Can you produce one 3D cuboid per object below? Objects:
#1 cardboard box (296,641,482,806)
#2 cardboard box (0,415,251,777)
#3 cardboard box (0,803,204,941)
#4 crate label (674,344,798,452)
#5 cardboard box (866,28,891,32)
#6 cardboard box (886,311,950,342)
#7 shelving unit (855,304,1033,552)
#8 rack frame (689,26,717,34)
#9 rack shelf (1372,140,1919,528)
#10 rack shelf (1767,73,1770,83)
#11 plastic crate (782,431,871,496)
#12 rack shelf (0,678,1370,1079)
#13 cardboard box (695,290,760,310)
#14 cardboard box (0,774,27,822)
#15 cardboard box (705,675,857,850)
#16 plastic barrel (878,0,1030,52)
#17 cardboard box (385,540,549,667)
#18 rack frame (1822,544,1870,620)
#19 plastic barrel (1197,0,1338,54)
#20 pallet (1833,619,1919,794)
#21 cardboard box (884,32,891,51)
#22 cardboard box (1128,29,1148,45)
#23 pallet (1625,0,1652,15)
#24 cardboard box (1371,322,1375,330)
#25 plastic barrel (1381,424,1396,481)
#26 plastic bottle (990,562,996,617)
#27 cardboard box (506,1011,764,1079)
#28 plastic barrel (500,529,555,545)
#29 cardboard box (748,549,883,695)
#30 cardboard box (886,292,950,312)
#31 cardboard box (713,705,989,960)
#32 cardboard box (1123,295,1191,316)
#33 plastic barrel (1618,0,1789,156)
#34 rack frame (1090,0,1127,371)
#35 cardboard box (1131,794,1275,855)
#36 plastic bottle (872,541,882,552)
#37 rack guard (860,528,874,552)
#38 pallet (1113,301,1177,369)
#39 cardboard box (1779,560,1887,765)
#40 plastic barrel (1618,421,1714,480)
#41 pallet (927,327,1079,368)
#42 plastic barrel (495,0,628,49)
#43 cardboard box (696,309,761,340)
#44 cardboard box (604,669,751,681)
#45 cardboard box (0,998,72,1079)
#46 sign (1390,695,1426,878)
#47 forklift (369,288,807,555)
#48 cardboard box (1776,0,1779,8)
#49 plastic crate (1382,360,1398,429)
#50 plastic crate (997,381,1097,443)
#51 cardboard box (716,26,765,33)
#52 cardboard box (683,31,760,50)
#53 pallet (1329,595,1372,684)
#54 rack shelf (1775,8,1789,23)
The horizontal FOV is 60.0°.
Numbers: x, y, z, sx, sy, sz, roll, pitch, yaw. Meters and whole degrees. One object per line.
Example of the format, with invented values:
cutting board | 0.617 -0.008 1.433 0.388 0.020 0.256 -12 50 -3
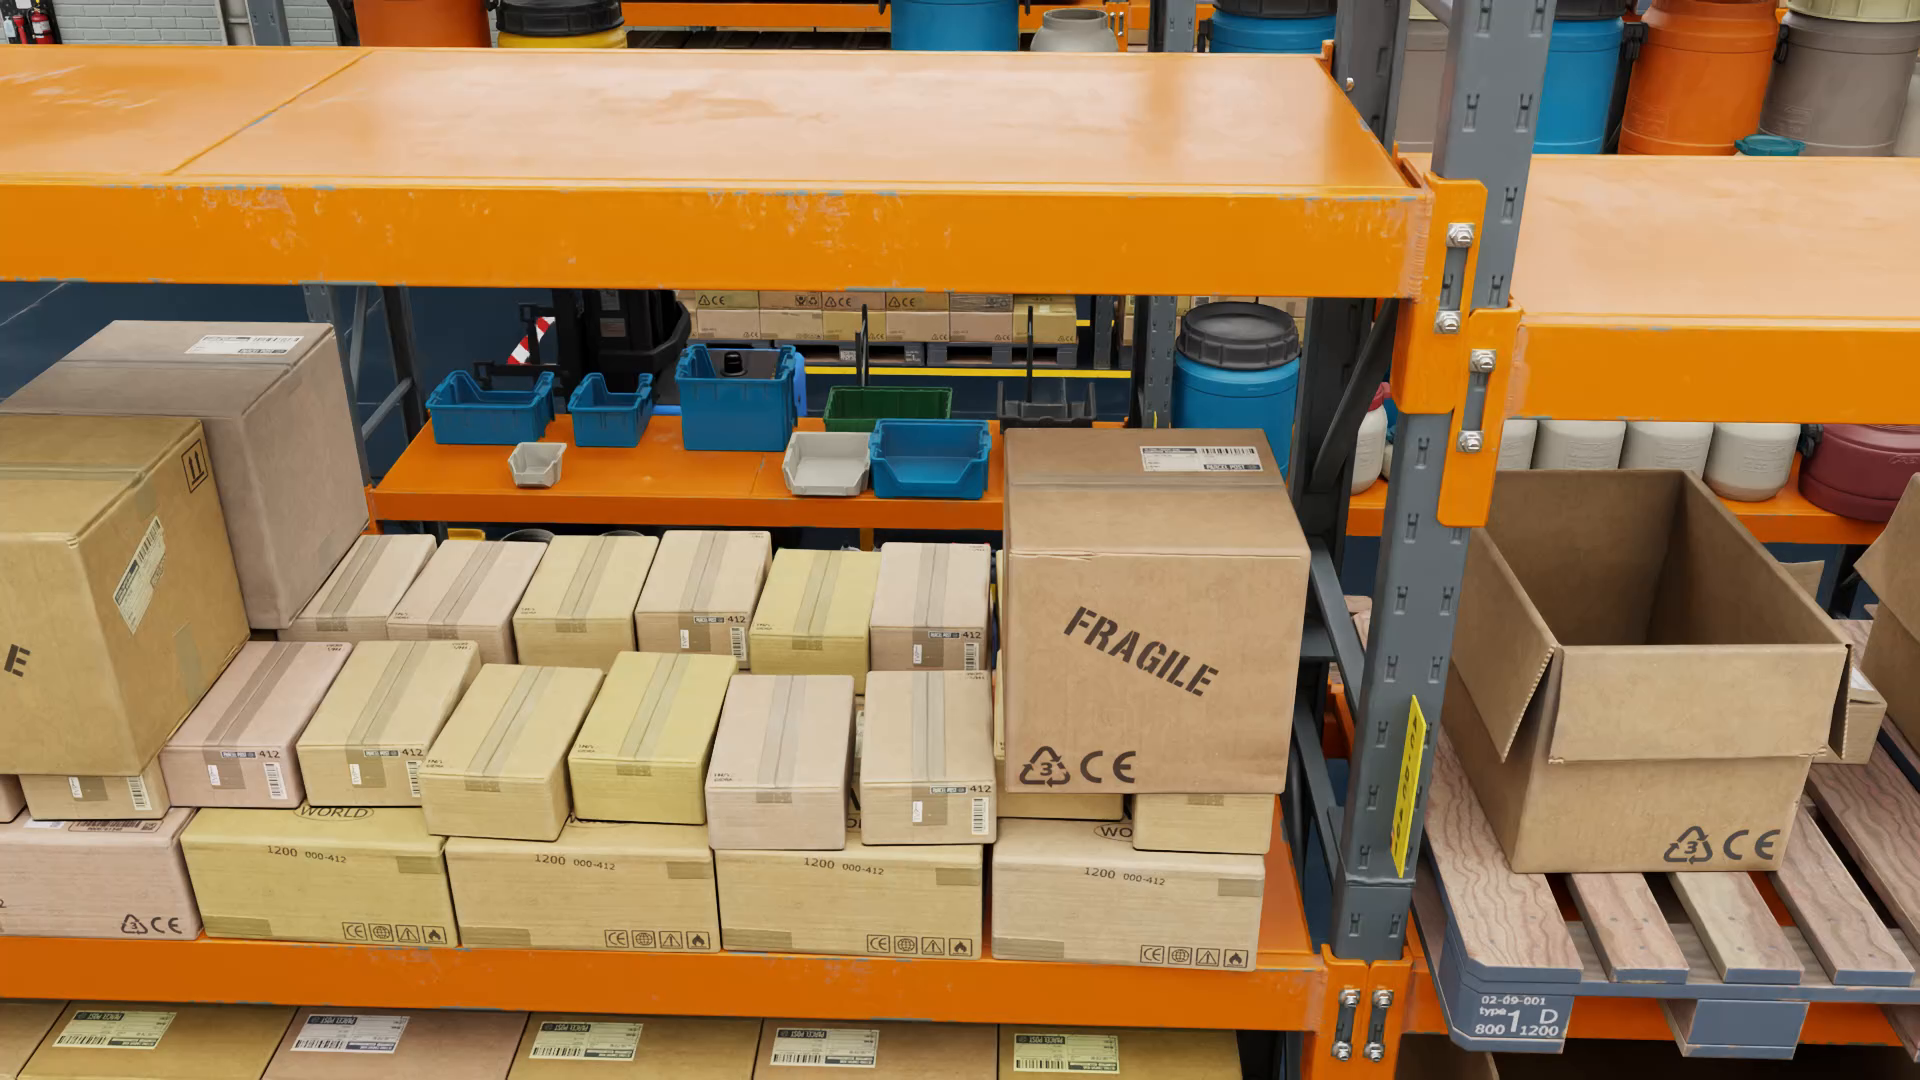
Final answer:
cardboard box | -1.127 0.360 3.325 0.250 0.149 0.380 0 28 0
cardboard box | -1.731 0.094 3.135 0.500 0.500 0.500 1 28 2
cardboard box | -1.723 0.550 3.392 0.500 0.250 0.500 1 28 2
crate label | -1.182 -0.765 8.879 0.616 0.435 0.502 1 28 2
cardboard box | -0.689 -5.389 16.977 0.500 0.500 0.500 2 28 3
cardboard box | -0.325 -1.796 13.349 0.500 0.250 0.500 1 28 2
shelving unit | -0.076 -0.664 10.327 1.083 1.500 0.587 1 28 2
rack frame | -2.681 -5.291 17.453 0.127 3.000 1.000 1 28 2
rack shelf | 2.791 -0.392 3.002 4.000 0.370 1.077 1 28 2
rack shelf | 7.313 -4.808 17.310 4.000 0.370 1.077 1 28 2
plastic crate | -0.665 -0.379 8.470 0.437 0.136 0.530 1 28 2
rack shelf | -1.207 0.690 3.736 4.000 0.370 1.077 1 28 2
cardboard box | -1.824 -2.154 13.222 0.500 0.500 0.500 1 28 2
cardboard box | -1.914 0.382 3.284 0.250 0.149 0.380 1 28 2
cardboard box | -0.337 0.422 3.208 0.250 0.149 0.380 0 28 0
plastic barrel | -0.024 -2.386 7.788 0.708 0.901 0.600 1 28 2
cardboard box | -1.085 0.154 3.714 0.250 0.149 0.380 2 28 3
rack frame | 4.964 -0.521 8.456 0.127 3.000 1.000 1 28 2
plastic barrel | 1.483 -2.227 7.937 0.708 0.901 0.600 1 28 2
pallet | 2.442 0.564 3.406 1.003 0.211 1.213 1 28 2
cardboard box | -0.304 -3.544 12.666 0.500 0.500 0.700 1 28 2
cardboard box | 1.824 -5.439 17.156 0.500 0.500 0.700 1 28 2
pallet | 4.462 -4.051 12.114 1.003 0.211 1.213 2 28 4
cardboard box | 3.077 -1.729 13.221 0.500 0.250 0.500 1 28 3
plastic barrel | 2.284 -0.433 8.437 0.301 0.262 0.301 0 28 0
plastic bottle | 0.170 0.248 9.363 0.185 0.351 0.144 1 28 2
cardboard box | -0.667 1.219 3.682 0.500 0.500 0.500 1 28 2
plastic barrel | -2.370 0.235 9.237 0.421 0.512 0.421 0 28 0
cardboard box | -0.308 0.175 3.674 0.250 0.149 0.380 2 28 3
cardboard box | -0.325 -2.134 13.184 0.500 0.500 0.500 1 28 2
cardboard box | -0.194 0.573 3.349 0.500 0.250 0.500 2 28 3
cardboard box | 1.550 -2.001 13.136 0.500 0.311 0.500 1 28 2
plastic barrel | 3.498 -2.162 7.891 0.708 0.830 0.600 1 28 2
rack frame | 1.145 -2.906 12.955 0.127 3.000 1.000 1 28 2
cardboard box | 0.457 0.426 3.202 0.250 0.149 0.380 2 28 3
plastic bottle | -0.439 0.171 9.509 0.185 0.351 0.144 1 28 1
rack guard | -0.574 -0.120 10.635 0.087 0.250 0.587 1 28 2
pallet | 1.883 -1.680 13.619 1.213 0.211 1.003 1 28 2
cardboard box | 1.735 0.248 3.497 0.258 0.266 0.396 2 28 4
plastic barrel | 3.508 -0.495 8.287 0.421 0.512 0.421 0 28 0
pallet | 0.352 -1.707 13.669 1.213 0.211 1.003 1 28 2
plastic barrel | -1.887 -2.288 7.937 0.600 0.588 0.600 0 28 0
cardboard box | -1.824 -1.823 13.400 0.500 0.250 0.500 1 28 2
cardboard box | -0.674 0.325 3.817 0.500 0.250 0.500 0 28 0
cardboard box | -2.166 1.196 3.725 0.500 0.500 0.500 1 28 2
sign | 0.781 0.431 2.905 0.005 0.325 0.100 1 28 2
forklift | -2.514 -1.374 10.138 3.031 2.935 1.130 1 28 2
cardboard box | 5.580 -4.218 12.120 0.500 0.500 0.910 1 28 2
plastic crate | 2.080 -0.708 8.825 0.575 0.384 0.392 1 28 2
plastic crate | 0.448 -0.628 8.724 0.504 0.338 0.767 1 28 2
cardboard box | -2.215 -5.416 17.028 0.500 0.500 0.500 1 28 2
cardboard box | -1.807 -3.569 12.713 0.500 0.500 0.700 0 28 0
pallet | 1.753 0.639 9.244 1.213 0.211 1.003 1 28 2
rack shelf | 7.142 -3.814 12.233 4.000 0.370 1.077 1 28 2
